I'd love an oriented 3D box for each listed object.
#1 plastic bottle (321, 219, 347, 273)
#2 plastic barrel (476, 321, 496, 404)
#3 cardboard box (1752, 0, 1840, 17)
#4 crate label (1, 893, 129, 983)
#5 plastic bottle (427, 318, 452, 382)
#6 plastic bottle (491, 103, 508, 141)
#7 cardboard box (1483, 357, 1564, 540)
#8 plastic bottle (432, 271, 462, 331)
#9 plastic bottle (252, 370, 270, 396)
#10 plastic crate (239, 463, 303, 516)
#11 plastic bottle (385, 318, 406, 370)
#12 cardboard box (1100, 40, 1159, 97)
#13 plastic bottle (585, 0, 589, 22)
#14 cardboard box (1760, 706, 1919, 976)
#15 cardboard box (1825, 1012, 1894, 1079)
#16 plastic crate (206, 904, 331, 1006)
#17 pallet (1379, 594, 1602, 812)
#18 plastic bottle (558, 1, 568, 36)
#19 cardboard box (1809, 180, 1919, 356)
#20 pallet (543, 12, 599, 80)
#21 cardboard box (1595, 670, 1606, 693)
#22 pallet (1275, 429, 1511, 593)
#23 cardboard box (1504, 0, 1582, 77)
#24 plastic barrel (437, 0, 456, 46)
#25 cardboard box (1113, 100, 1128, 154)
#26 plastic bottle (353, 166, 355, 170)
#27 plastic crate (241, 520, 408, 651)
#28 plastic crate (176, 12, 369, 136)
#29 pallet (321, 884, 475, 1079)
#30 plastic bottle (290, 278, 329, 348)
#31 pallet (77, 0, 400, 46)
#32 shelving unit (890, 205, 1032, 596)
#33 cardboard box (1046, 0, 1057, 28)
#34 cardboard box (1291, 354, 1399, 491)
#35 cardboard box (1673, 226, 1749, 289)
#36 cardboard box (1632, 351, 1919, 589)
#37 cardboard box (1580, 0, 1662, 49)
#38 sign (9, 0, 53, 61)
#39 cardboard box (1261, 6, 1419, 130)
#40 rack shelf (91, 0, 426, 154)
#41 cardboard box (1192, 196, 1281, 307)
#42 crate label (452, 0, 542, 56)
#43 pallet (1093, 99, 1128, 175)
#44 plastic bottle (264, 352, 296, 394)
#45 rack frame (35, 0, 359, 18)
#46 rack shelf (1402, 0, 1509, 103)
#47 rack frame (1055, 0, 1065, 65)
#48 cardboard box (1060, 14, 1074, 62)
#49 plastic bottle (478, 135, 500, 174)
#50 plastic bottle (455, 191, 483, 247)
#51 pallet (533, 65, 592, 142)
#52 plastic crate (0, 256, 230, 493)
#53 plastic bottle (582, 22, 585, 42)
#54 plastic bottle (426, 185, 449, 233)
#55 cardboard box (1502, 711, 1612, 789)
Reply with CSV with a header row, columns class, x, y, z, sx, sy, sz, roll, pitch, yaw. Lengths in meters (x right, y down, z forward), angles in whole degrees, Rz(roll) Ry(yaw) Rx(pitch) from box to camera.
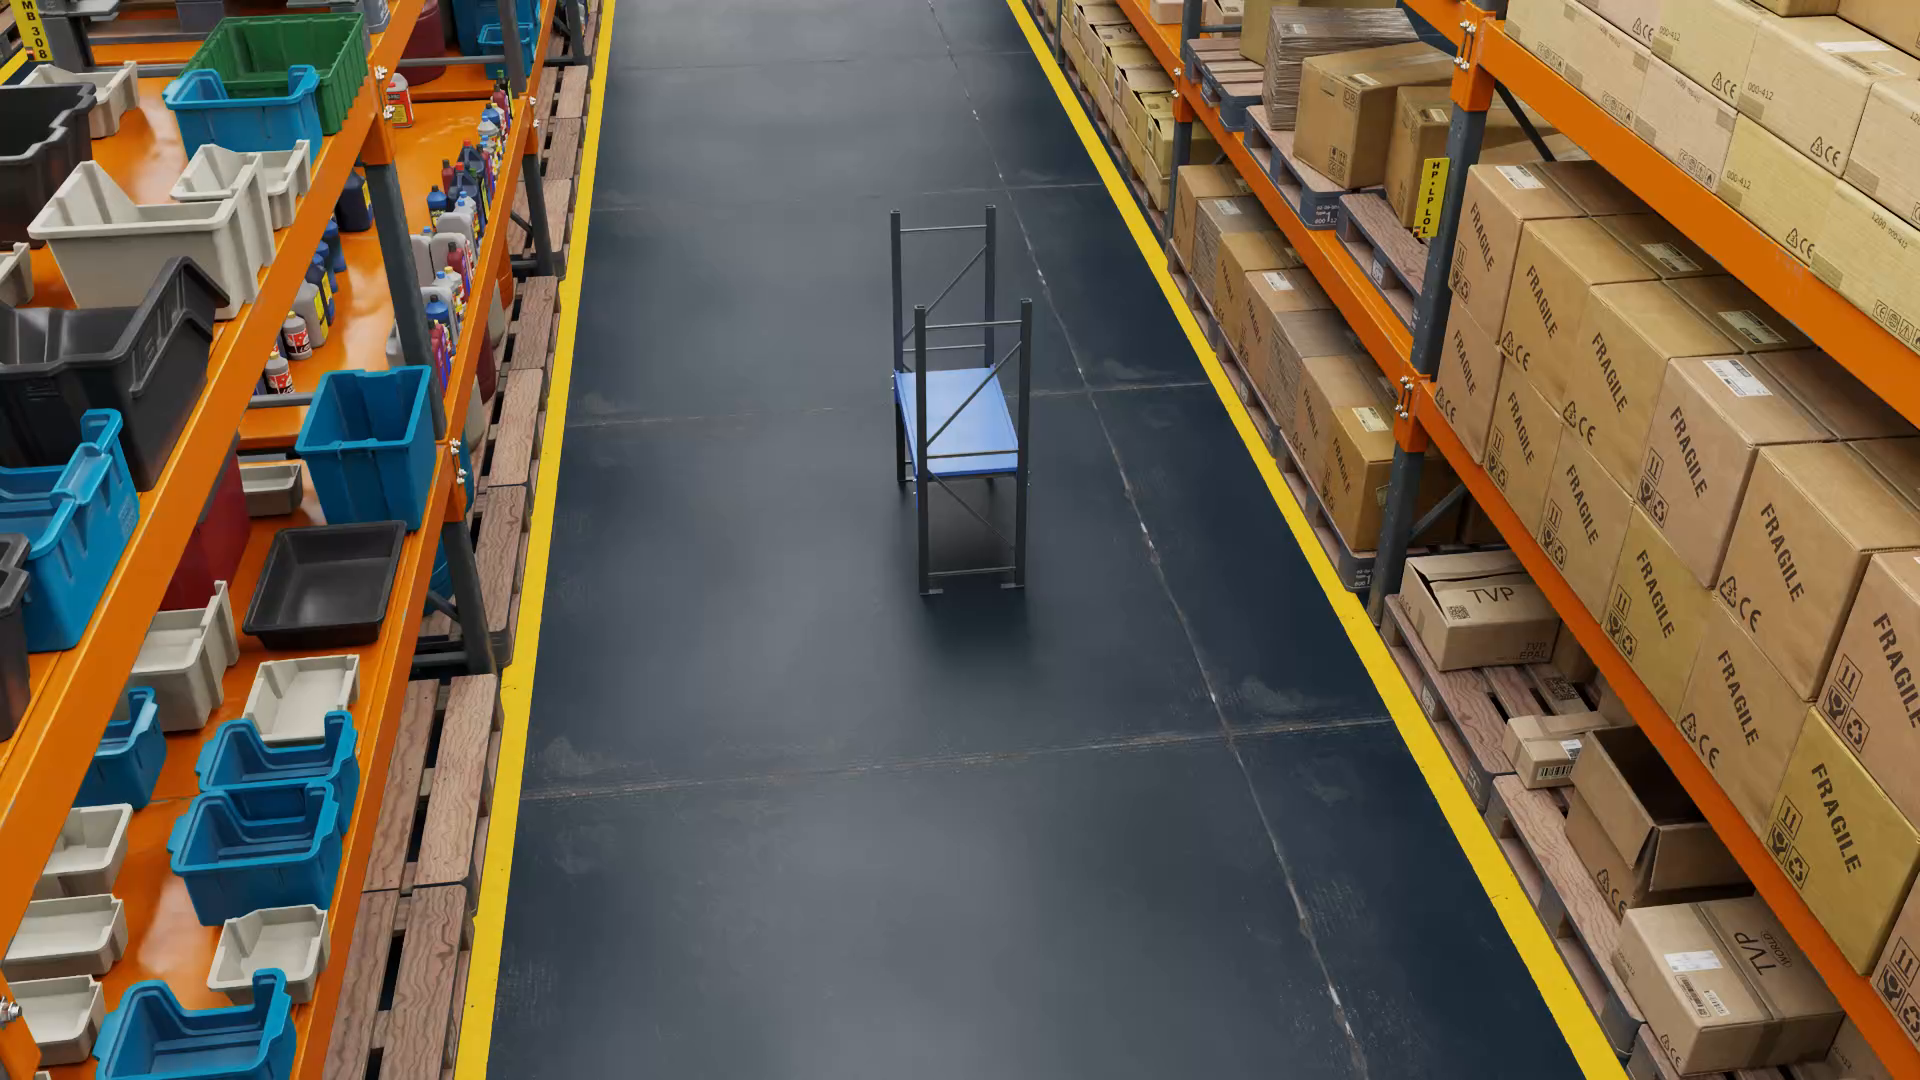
class,x,y,z,sx,sy,sz,roll,pitch,yaw
plastic bottle,-2.930,-1.385,7.733,0.097,0.271,0.097,0,34,0
plastic barrel,-2.815,-1.041,8.882,0.600,0.588,0.708,-4,35,-6
cardboard box,2.501,-1.764,4.534,0.700,0.500,0.500,-4,35,-6
crate label,-2.349,1.025,4.263,0.396,0.136,0.243,-4,35,-6
plastic bottle,-2.156,-0.796,6.859,0.061,0.283,0.133,-4,35,-6
plastic bottle,-2.544,-2.295,9.131,0.097,0.201,0.097,0,34,0
cardboard box,2.268,-0.357,6.022,0.500,0.500,0.500,-4,34,-6
plastic bottle,-2.234,-1.038,7.224,0.097,0.271,0.097,0,34,0
plastic bottle,-2.885,-0.677,6.691,0.152,0.276,0.135,-4,35,-6
plastic crate,-2.591,-0.179,6.029,0.396,0.136,0.243,-4,35,-6
plastic bottle,-2.243,-0.756,6.740,0.144,0.351,0.185,-4,35,-6
cardboard box,1.338,-3.532,12.340,0.500,0.311,0.500,-3,34,-5
plastic bottle,-3.310,-4.672,14.403,0.144,0.351,0.185,-6,35,-8
cardboard box,2.532,0.766,4.374,0.500,0.500,0.500,-4,34,-6
cardboard box,3.076,1.676,5.178,0.500,0.250,0.500,-4,35,-6
plastic crate,-1.733,1.057,4.217,0.250,0.136,0.298,-4,35,-6
pallet,2.489,0.629,7.139,1.003,0.211,1.213,-4,35,-6
plastic bottle,-3.372,-4.438,14.120,0.061,0.283,0.133,-4,35,-6
cardboard box,2.468,-0.676,4.048,0.500,0.250,0.500,-4,35,-6
pallet,-3.637,-4.223,14.260,1.003,0.211,1.213,-4,35,-6
cardboard box,2.865,0.591,6.860,0.380,0.149,0.250,-4,35,-6
pallet,2.250,-0.205,8.363,1.003,0.211,1.213,-4,35,-6
cardboard box,2.217,-1.794,5.688,0.500,0.250,0.500,-4,35,-6
plastic barrel,-3.400,-3.369,10.431,0.421,0.512,0.421,0,34,0
cardboard box,1.409,-3.019,12.085,0.500,0.250,0.500,-4,34,-5
plastic bottle,-3.243,-2.018,8.724,0.097,0.201,0.097,0,34,0
plastic crate,-2.095,0.160,5.543,0.437,0.125,0.590,-4,35,-6
plastic crate,-2.155,-1.472,5.271,0.450,0.188,0.662,-4,35,-6
pallet,-2.207,1.709,5.555,1.003,0.211,1.213,-4,35,-6
plastic bottle,-2.817,-1.012,7.115,0.144,0.351,0.185,-4,35,-6
pallet,-2.714,-2.125,6.208,1.213,0.211,1.003,-4,35,-6
shelving unit,-0.011,-0.667,7.897,0.538,1.500,1.048,-4,35,-6
cardboard box,1.042,-4.650,14.479,0.500,0.250,0.500,-4,35,-6
cardboard box,1.989,-0.585,8.274,0.500,0.500,0.500,-4,35,-6
cardboard box,2.793,-0.813,5.802,0.500,0.500,0.500,-5,35,-7
cardboard box,2.391,-0.214,4.923,0.500,0.500,0.500,-3,34,-5
cardboard box,2.286,-1.721,5.138,0.500,0.250,0.500,-4,35,-6
sign,-3.057,-1.736,5.462,0.100,0.325,0.005,-4,35,-6
cardboard box,1.989,-2.486,8.772,0.700,0.500,0.500,2,34,3
rack shelf,-2.781,-2.592,7.364,1.077,0.370,4.000,-4,35,-6
cardboard box,1.713,-1.720,9.939,0.500,0.500,0.500,-6,35,-8
crate label,-2.915,-3.355,10.478,0.502,0.435,0.616,-4,35,-6
pallet,1.626,-3.128,12.652,1.003,0.211,1.213,-4,35,-6
plastic bottle,-2.764,-0.666,6.741,0.097,0.201,0.097,0,34,0
rack frame,-2.512,-3.012,4.679,1.000,3.000,0.127,-4,35,-6
rack shelf,2.128,-2.965,7.912,1.077,0.370,4.000,-4,35,-6
rack frame,1.321,-5.371,13.467,1.000,3.000,0.127,-4,35,-6
cardboard box,1.130,-4.164,13.765,0.500,0.250,0.500,-5,35,-8
plastic bottle,-2.478,-2.024,8.732,0.097,0.201,0.097,0,34,0
plastic bottle,-2.354,-1.534,7.952,0.097,0.271,0.097,0,34,0
pallet,-3.443,-3.410,13.066,1.003,0.211,1.213,-4,35,-6
plastic crate,-1.907,-0.388,3.548,0.504,0.338,0.767,-4,35,-6
plastic bottle,-3.210,-4.291,13.977,0.097,0.201,0.097,0,34,0
plastic bottle,-2.510,-1.578,8.016,0.097,0.271,0.097,0,34,0
cardboard box,2.366,0.815,6.515,0.380,0.166,0.250,-4,35,-6
